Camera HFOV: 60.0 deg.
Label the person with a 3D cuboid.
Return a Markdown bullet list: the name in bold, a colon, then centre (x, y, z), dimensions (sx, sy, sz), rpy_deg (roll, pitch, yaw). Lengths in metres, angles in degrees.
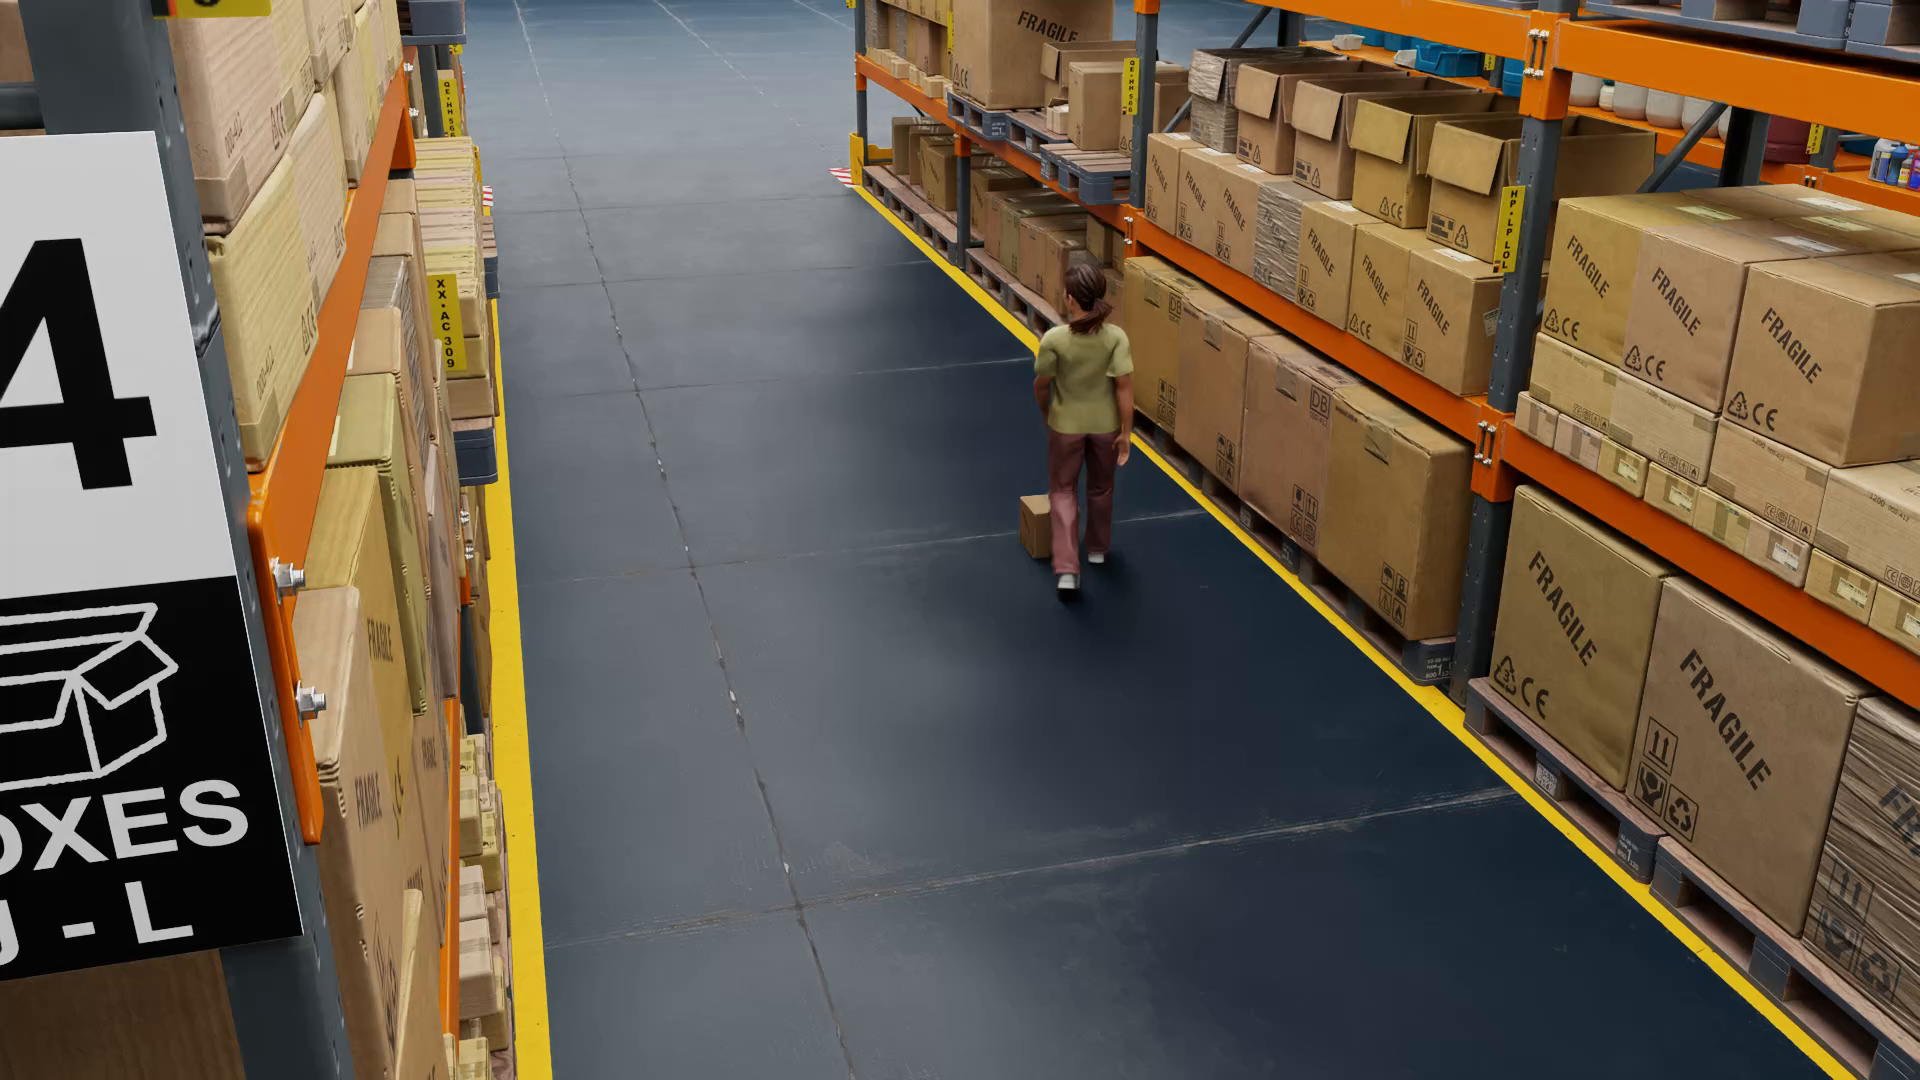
- **person**: centre (0.575, -0.584, 8.025), dimensions (0.467, 1.629, 0.774), rpy_deg (0, 23, 0)
